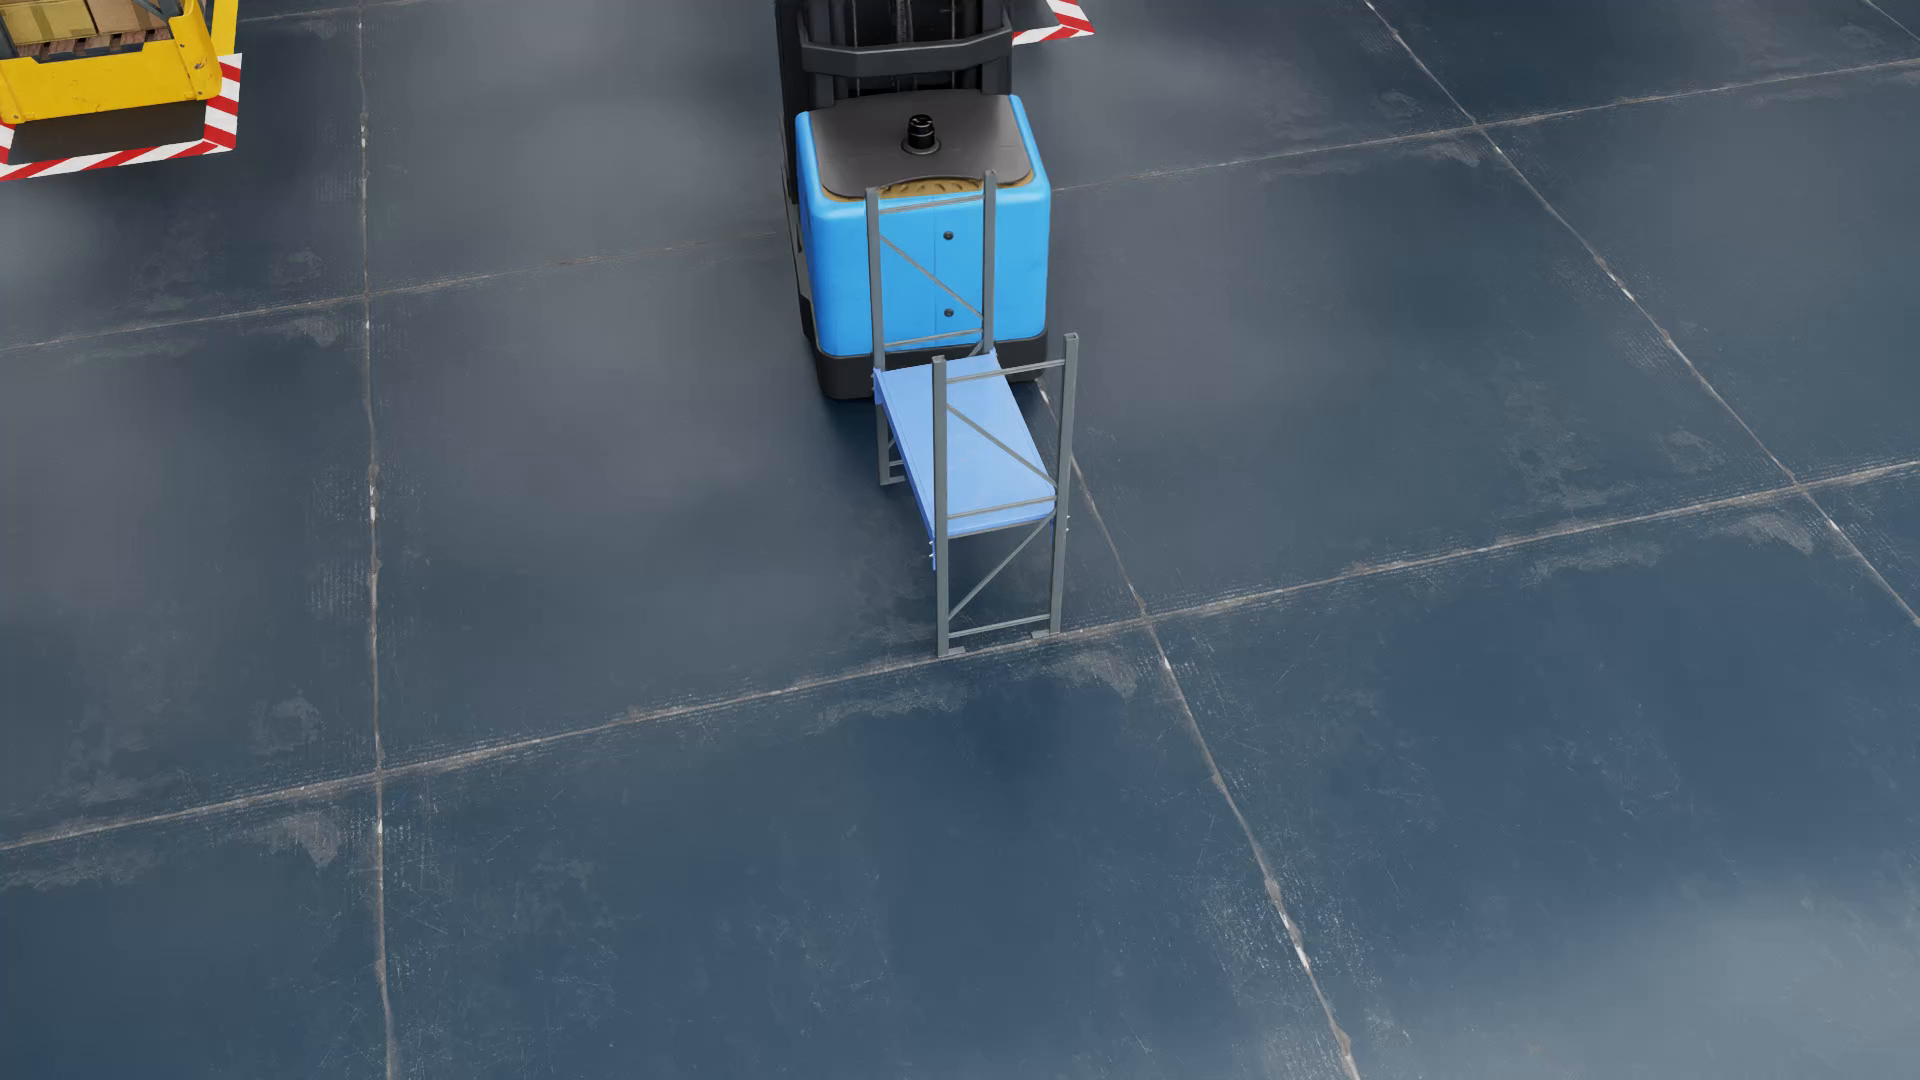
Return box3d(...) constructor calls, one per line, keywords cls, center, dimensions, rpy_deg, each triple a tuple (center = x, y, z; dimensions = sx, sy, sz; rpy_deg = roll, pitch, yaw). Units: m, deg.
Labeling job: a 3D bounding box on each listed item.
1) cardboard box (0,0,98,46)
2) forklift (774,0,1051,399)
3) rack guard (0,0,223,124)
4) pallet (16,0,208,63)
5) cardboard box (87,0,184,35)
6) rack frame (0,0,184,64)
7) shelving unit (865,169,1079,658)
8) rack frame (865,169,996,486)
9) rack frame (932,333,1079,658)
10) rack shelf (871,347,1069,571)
box3d(cls="cardboard box", center=(-5.253, -3.101, 9.571), dimensions=(0.500, 0.250, 0.500), rpy_deg=(-11, 47, -10))
box3d(cls="forklift", center=(-0.338, -2.727, 7.621), dimensions=(1.130, 2.935, 3.031), rpy_deg=(-6, 46, -6))
box3d(cls="rack guard", center=(-4.824, -2.709, 9.305), dimensions=(1.175, 0.500, 0.348), rpy_deg=(-11, 47, -10))
box3d(cls="pallet", center=(-5.066, -3.145, 9.935), dimensions=(1.003, 0.211, 1.213), rpy_deg=(-11, 47, -10))
box3d(cls="cardboard box", center=(-4.752, -3.196, 9.664), dimensions=(0.500, 0.250, 0.500), rpy_deg=(-11, 47, -10))
box3d(cls="rack frame", center=(-4.830, -3.600, 8.429), dimensions=(1.000, 3.000, 0.127), rpy_deg=(-11, 47, -10))
box3d(cls="shelving unit", center=(0.022, -0.466, 6.407), dimensions=(0.538, 1.500, 1.048), rpy_deg=(-11, 47, -10))
box3d(cls="rack frame", center=(-0.108, -0.817, 6.751), dimensions=(0.500, 1.500, 0.032), rpy_deg=(-11, 47, -10))
box3d(cls="rack frame", center=(0.152, -0.115, 6.063), dimensions=(0.500, 1.500, 0.032), rpy_deg=(-11, 47, -10))
box3d(cls="rack shelf", center=(0.022, -0.340, 6.536), dimensions=(0.538, 0.185, 1.000), rpy_deg=(-11, 47, -10))
